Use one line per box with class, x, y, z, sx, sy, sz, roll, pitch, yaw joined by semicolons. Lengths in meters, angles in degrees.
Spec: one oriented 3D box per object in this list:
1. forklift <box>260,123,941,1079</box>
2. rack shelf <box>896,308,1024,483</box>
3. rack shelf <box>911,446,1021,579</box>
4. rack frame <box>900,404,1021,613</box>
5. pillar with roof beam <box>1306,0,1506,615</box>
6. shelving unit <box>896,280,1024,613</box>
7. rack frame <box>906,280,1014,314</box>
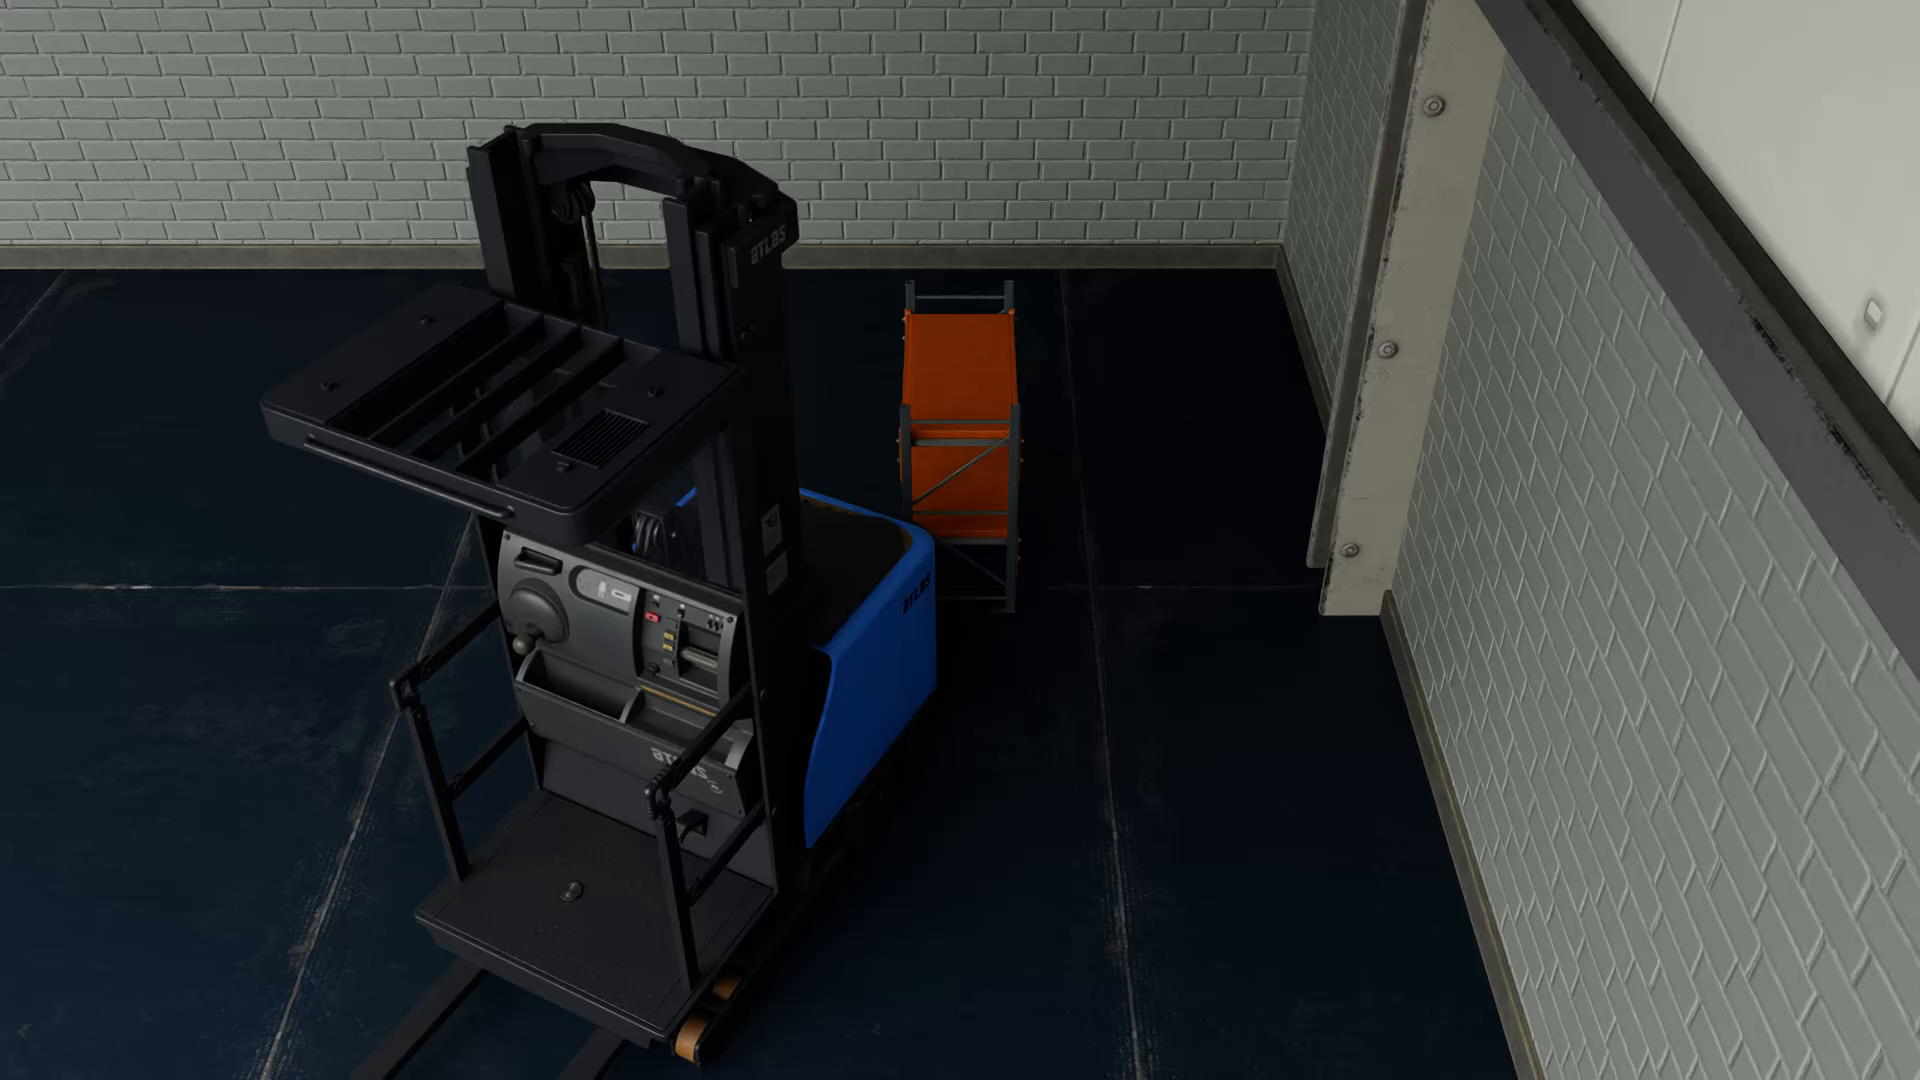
forklift;-1.213;0.334;5.236;1.130;2.935;3.031;18;42;21
rack shelf;0.000;-0.663;7.455;0.538;0.278;1.000;0;39;0
rack shelf;0.000;-0.244;7.791;0.538;0.278;1.000;0;39;0
rack frame;0.001;-0.117;7.242;0.500;1.125;0.032;0;39;0
pillar with roof beam;-2.513;-3.291;4.906;9.100;9.000;0.400;0;39;0
shelving unit;0.000;-0.435;7.638;0.538;1.125;1.048;0;39;0
rack frame;-0.001;-0.753;8.035;0.500;1.125;0.032;0;39;0
